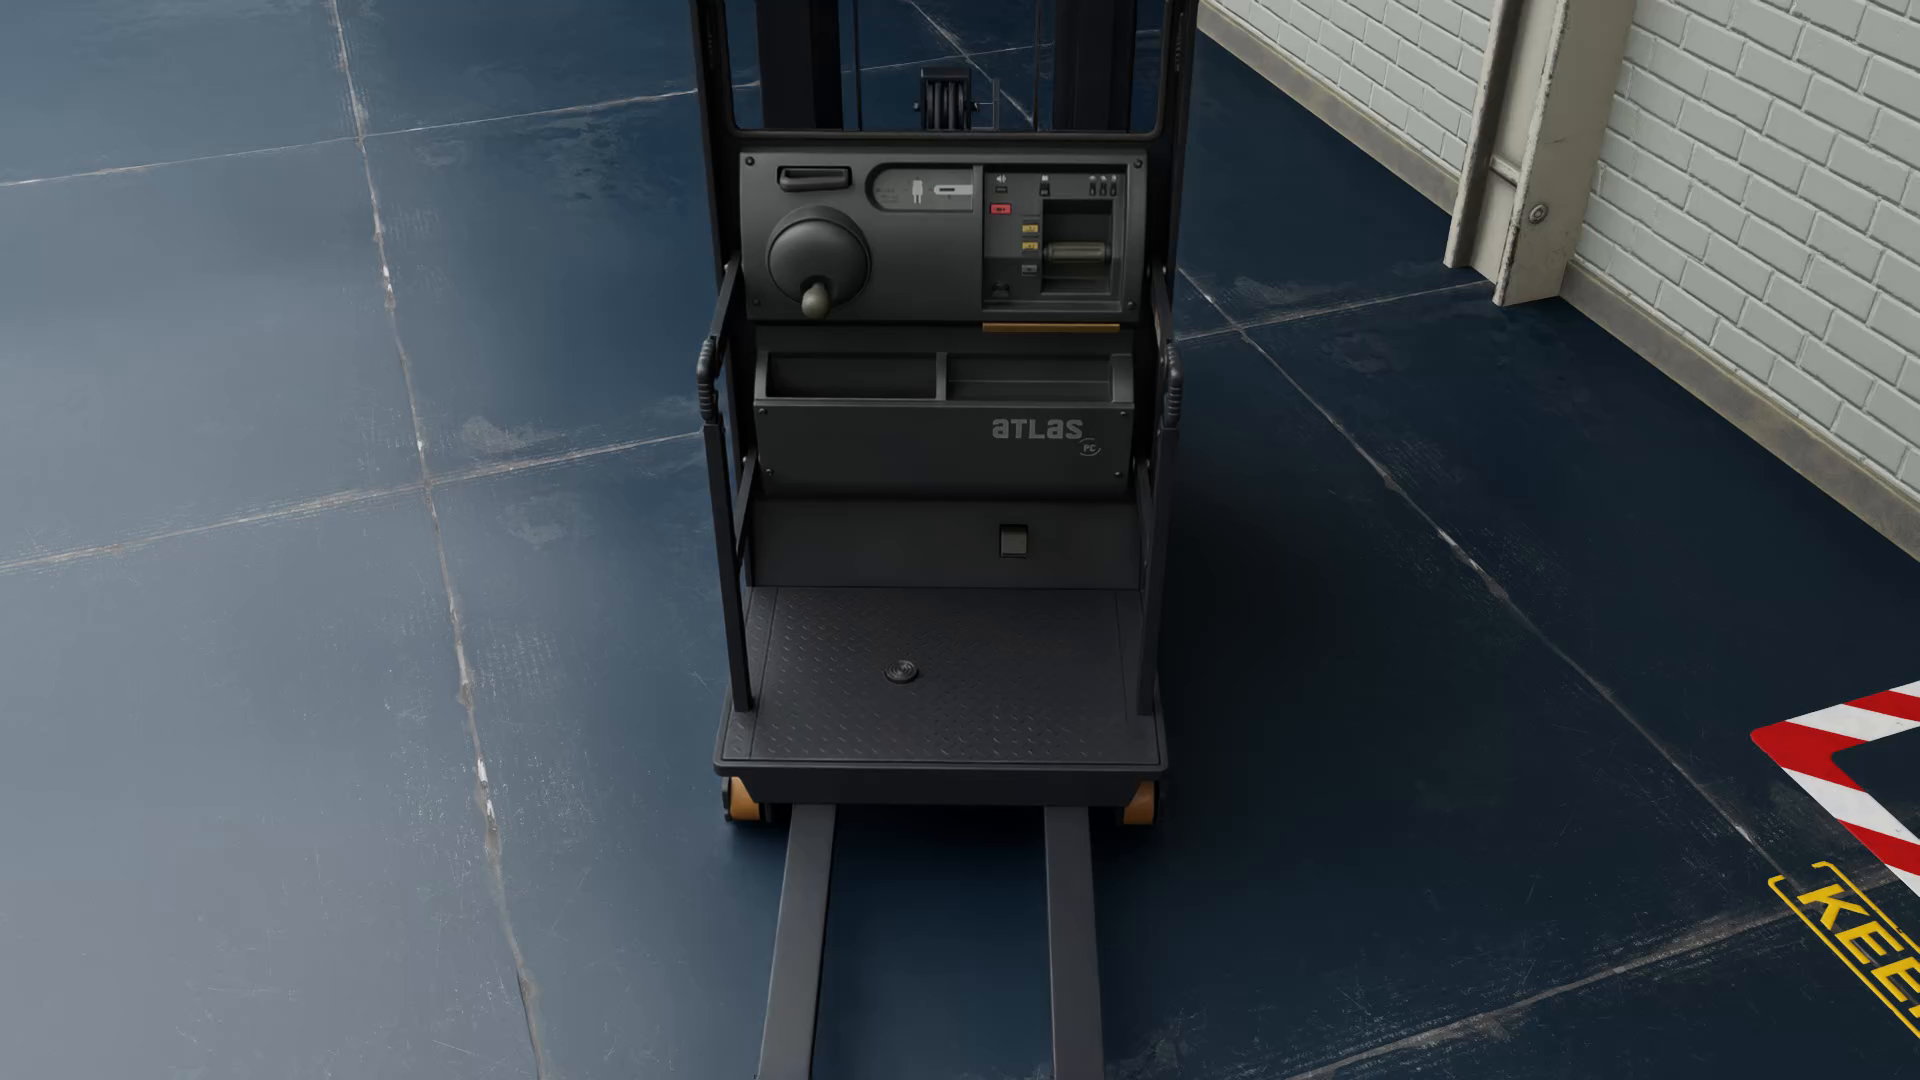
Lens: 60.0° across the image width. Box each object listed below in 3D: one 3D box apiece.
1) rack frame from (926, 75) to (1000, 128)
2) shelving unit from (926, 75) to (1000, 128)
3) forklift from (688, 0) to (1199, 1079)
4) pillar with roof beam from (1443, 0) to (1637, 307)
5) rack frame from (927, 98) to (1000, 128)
[{"bbox_3d":[0.005,-0.966,5.535,0.240,1.200,0.006,1,37,1],"label":"rack frame"},{"bbox_3d":[0.003,-0.911,5.462,0.258,1.200,0.189,1,37,1],"label":"shelving unit"},{"bbox_3d":[-0.039,-0.631,3.652,1.130,2.935,3.031,1,37,1],"label":"forklift"},{"bbox_3d":[-1.871,-3.751,2.751,9.100,9.000,0.400,-12,39,-16],"label":"pillar with roof beam"},{"bbox_3d":[0.002,-0.856,5.389,0.240,1.200,0.006,1,37,1],"label":"rack frame"}]
